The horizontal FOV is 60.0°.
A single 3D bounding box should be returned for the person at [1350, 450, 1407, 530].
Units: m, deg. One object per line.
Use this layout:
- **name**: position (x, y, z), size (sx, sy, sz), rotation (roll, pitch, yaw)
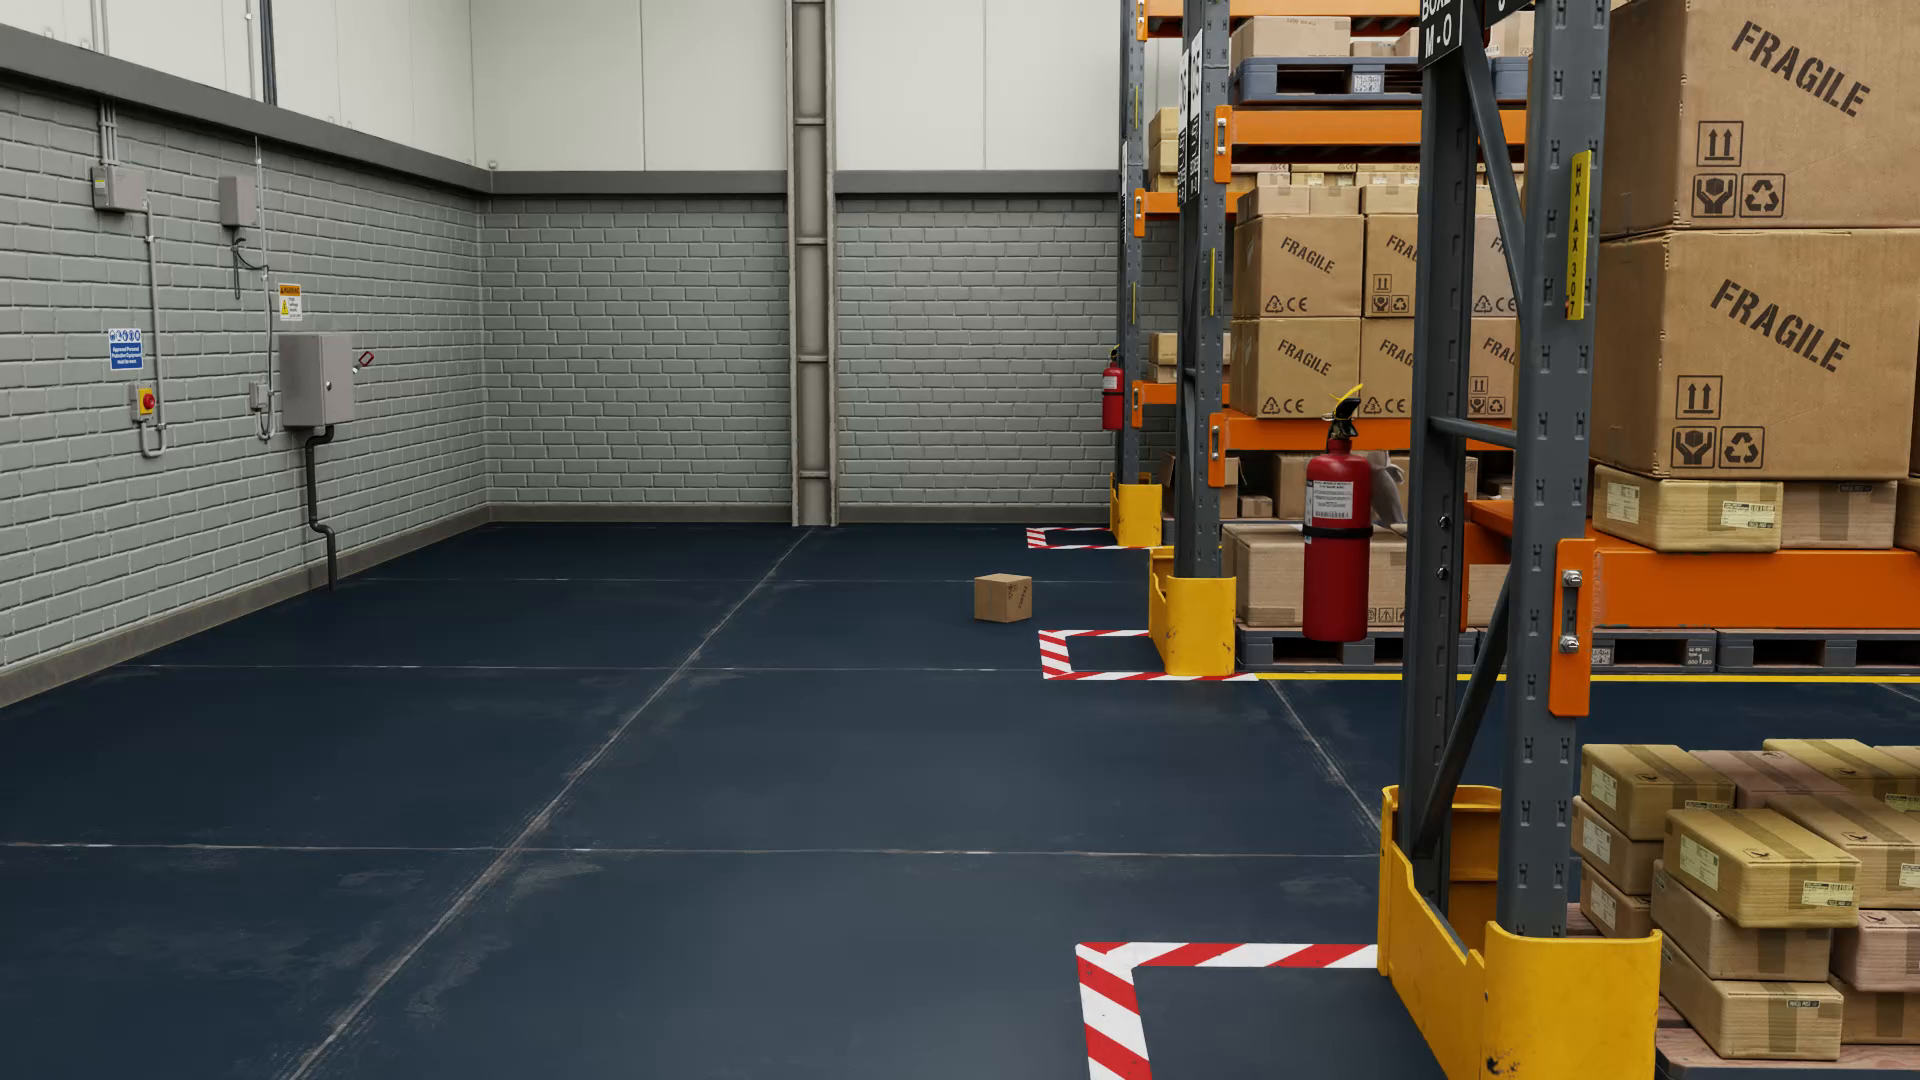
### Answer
- **person**: position (2.652, -0.457, 10.595), size (0.990, 1.631, 0.500), rotation (0, 7, -2)
